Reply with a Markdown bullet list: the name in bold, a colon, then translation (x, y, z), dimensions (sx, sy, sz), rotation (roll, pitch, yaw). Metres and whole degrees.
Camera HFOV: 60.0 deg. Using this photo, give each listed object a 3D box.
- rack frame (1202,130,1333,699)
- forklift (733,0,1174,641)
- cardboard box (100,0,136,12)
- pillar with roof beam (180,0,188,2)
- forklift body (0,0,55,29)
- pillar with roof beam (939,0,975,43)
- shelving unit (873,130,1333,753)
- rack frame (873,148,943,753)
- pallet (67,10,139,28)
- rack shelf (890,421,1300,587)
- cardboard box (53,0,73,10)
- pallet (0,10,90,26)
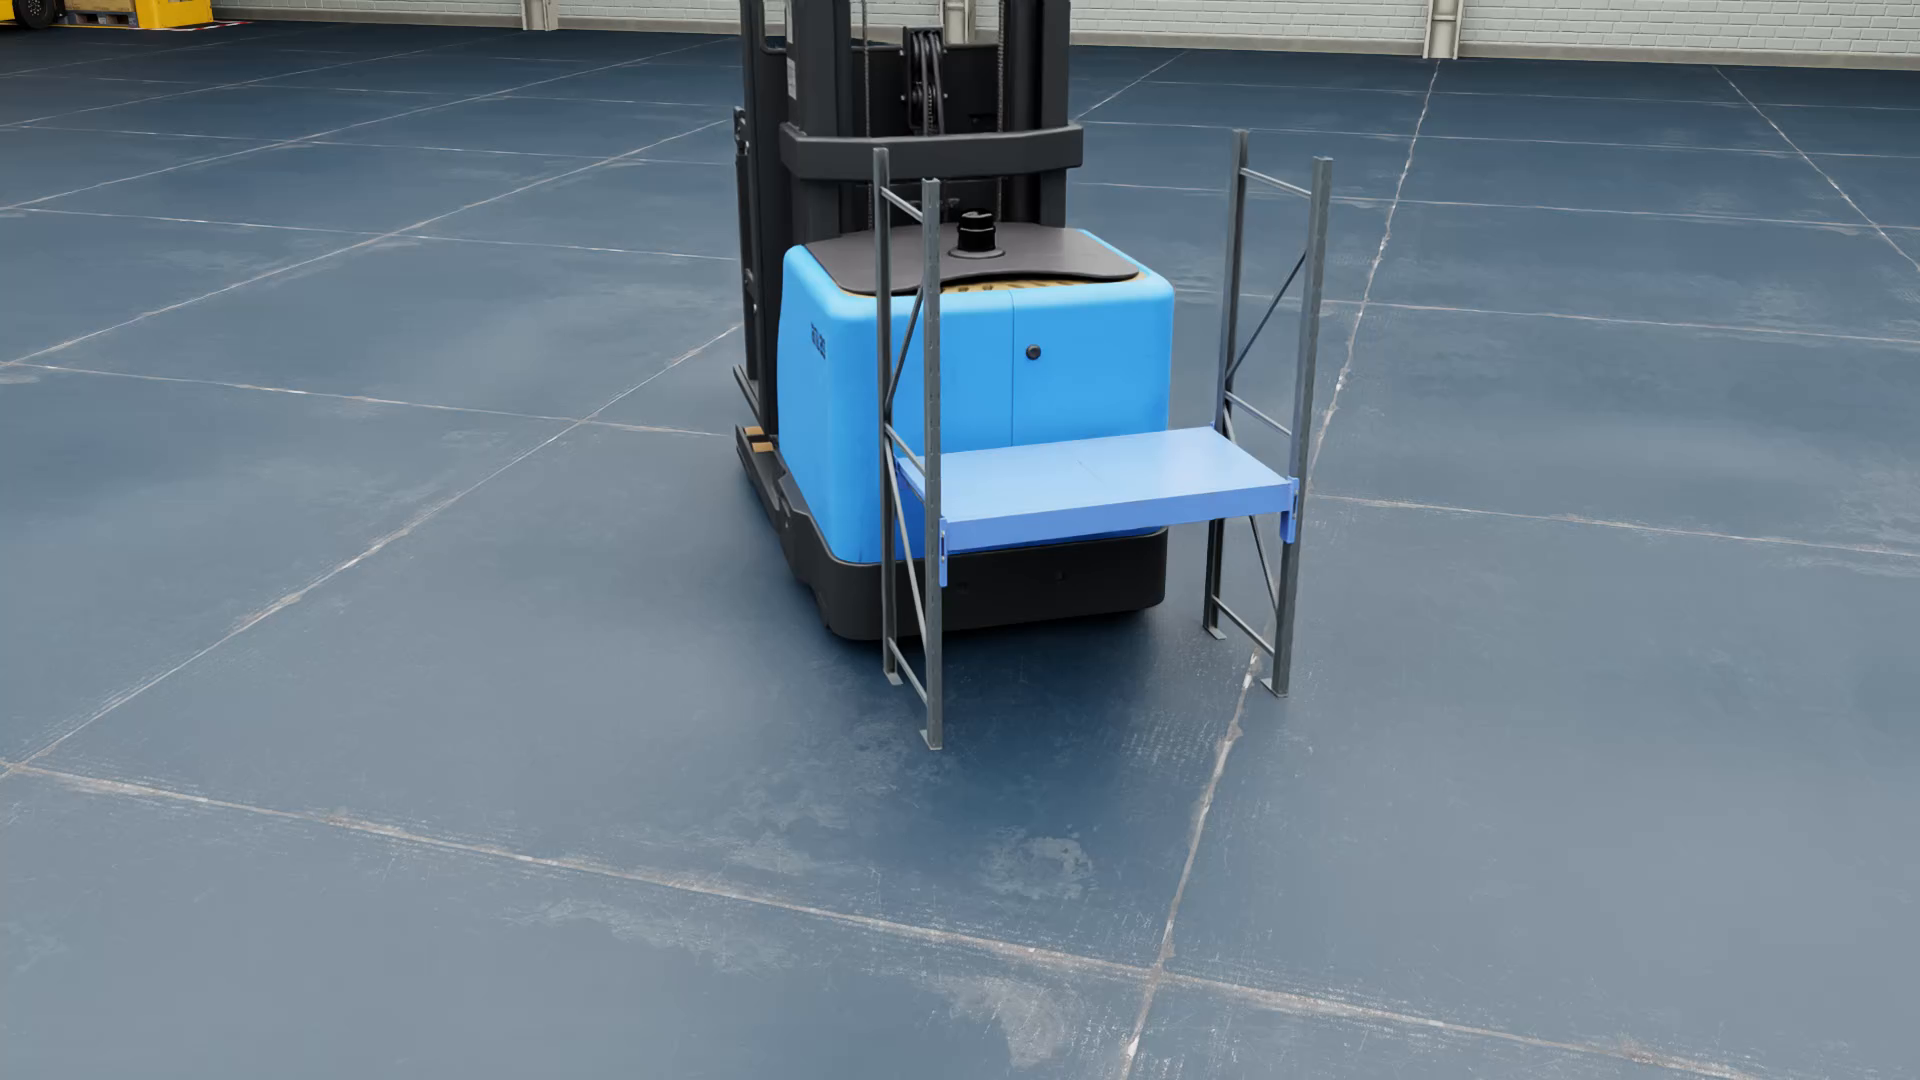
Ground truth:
- **rack frame**: translation (0.836, -0.339, 4.619), dimensions (0.032, 1.500, 0.500), rotation (-7, 23, -16)
- **forklift**: translation (-0.242, -1.592, 5.789), dimensions (1.130, 2.935, 3.031), rotation (-6, 23, -14)
- **cardboard box**: translation (-11.660, -7.552, 23.299), dimensions (0.500, 0.250, 0.500), rotation (7, 23, 16)
- **pillar with roof beam**: translation (-12.769, -10.309, 19.043), dimensions (0.400, 9.000, 9.100), rotation (7, 23, 16)
- **forklift body**: translation (-13.462, -7.846, 22.063), dimensions (1.214, 2.155, 2.313), rotation (7, 23, 16)
- **pillar with roof beam**: translation (-1.281, -8.993, 15.836), dimensions (0.400, 9.000, 9.100), rotation (7, 23, 16)
- **shelving unit**: translation (0.350, -0.281, 4.480), dimensions (1.048, 1.500, 0.538), rotation (-7, 23, -16)
- **rack frame**: translation (-0.135, -0.224, 4.340), dimensions (0.032, 1.500, 0.500), rotation (-7, 23, -16)
- **pallet**: translation (-11.864, -7.472, 23.707), dimensions (1.213, 0.211, 1.003), rotation (7, 23, 16)
- **rack shelf**: translation (0.350, -0.115, 4.548), dimensions (1.000, 0.185, 0.538), rotation (-7, 23, -16)
- **cardboard box**: translation (-12.610, -7.668, 23.582), dimensions (0.500, 0.250, 0.500), rotation (7, 23, 16)
- **pallet**: translation (-13.028, -7.606, 24.035), dimensions (1.213, 0.211, 1.003), rotation (7, 23, 15)
